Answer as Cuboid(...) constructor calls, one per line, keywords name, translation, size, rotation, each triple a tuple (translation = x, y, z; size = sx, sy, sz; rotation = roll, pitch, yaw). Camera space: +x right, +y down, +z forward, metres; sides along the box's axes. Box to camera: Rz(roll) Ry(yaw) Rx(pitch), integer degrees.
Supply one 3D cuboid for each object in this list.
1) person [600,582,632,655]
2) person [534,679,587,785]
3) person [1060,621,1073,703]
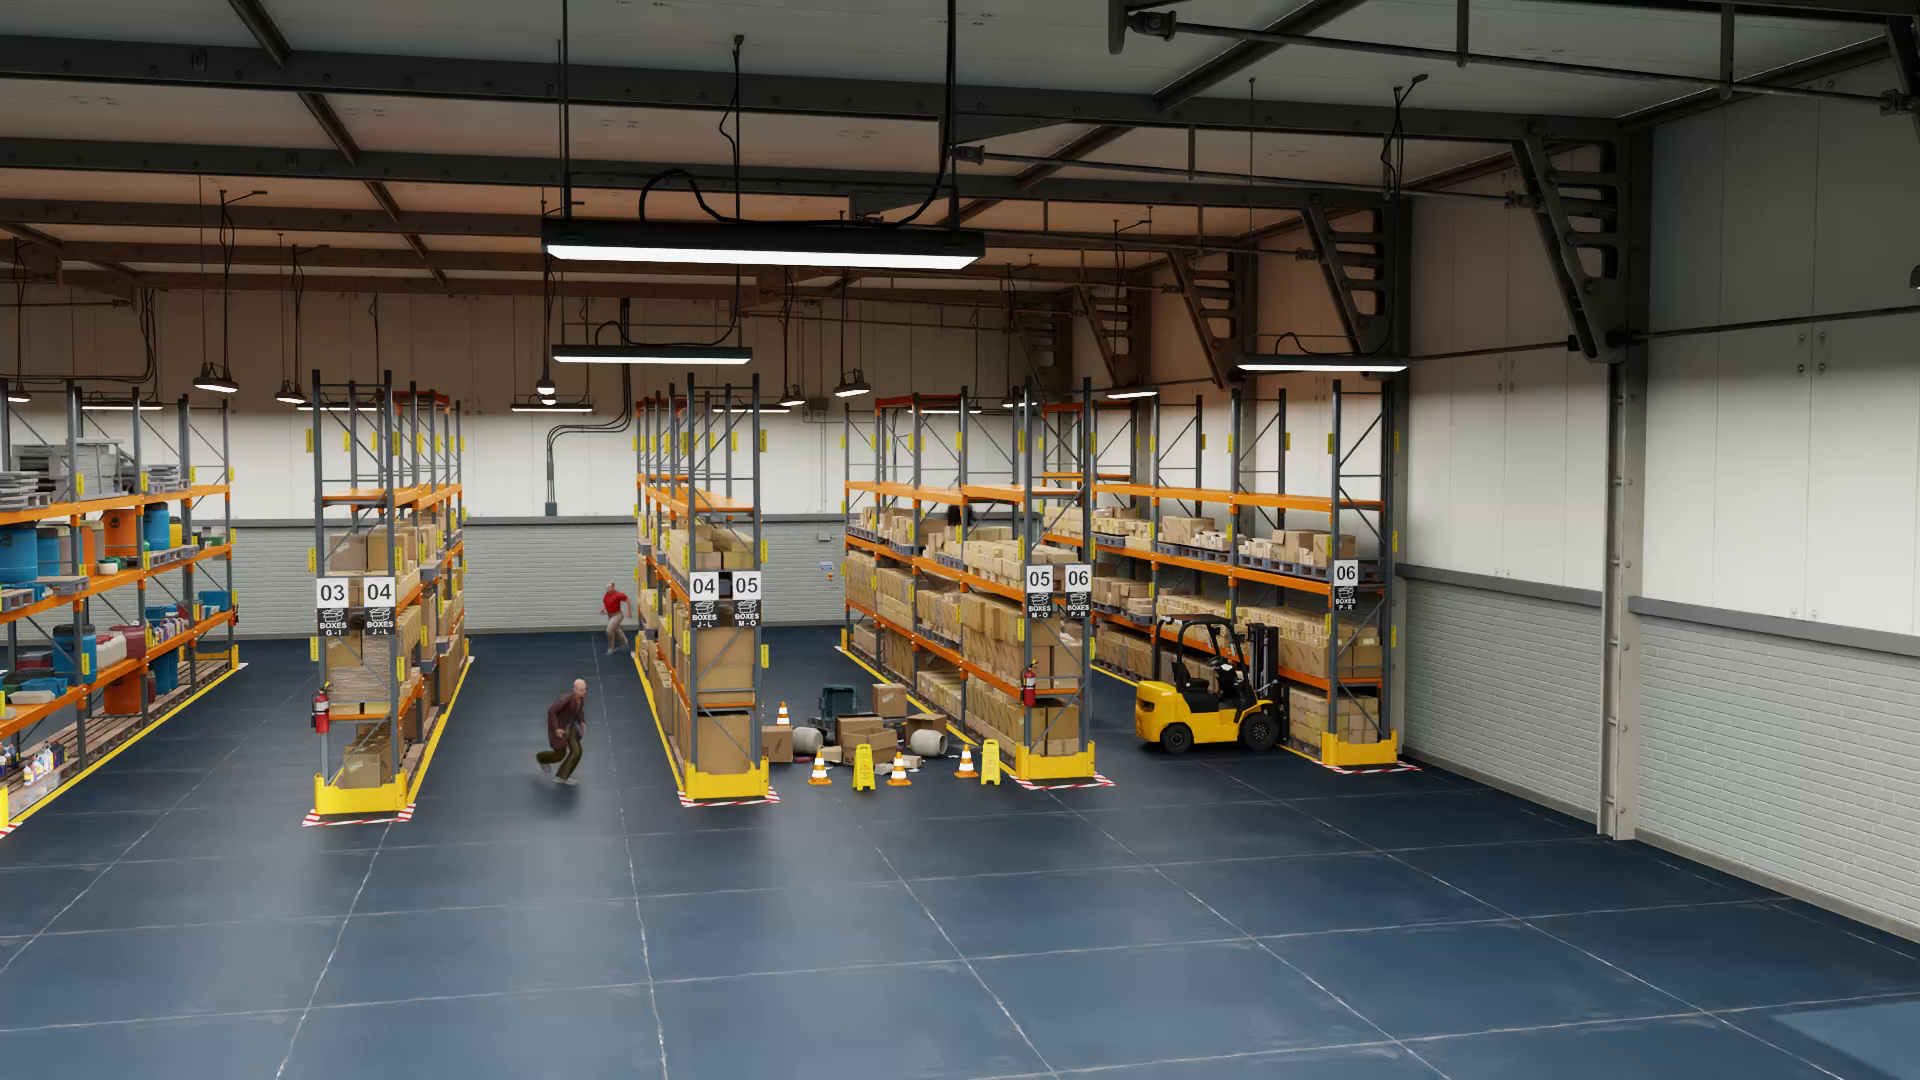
Cuboid(name="person", translation=(-8.223, 1.875, 39.811), size=(0.861, 1.754, 0.668), rotation=(-3, 4, -42))
Cuboid(name="person", translation=(-5.899, 2.812, 24.483), size=(1.044, 1.583, 0.719), rotation=(2, 4, 31))
Cuboid(name="person", translation=(1.898, 2.347, 31.709), size=(0.608, 1.631, 0.861), rotation=(-1, 3, -16))
